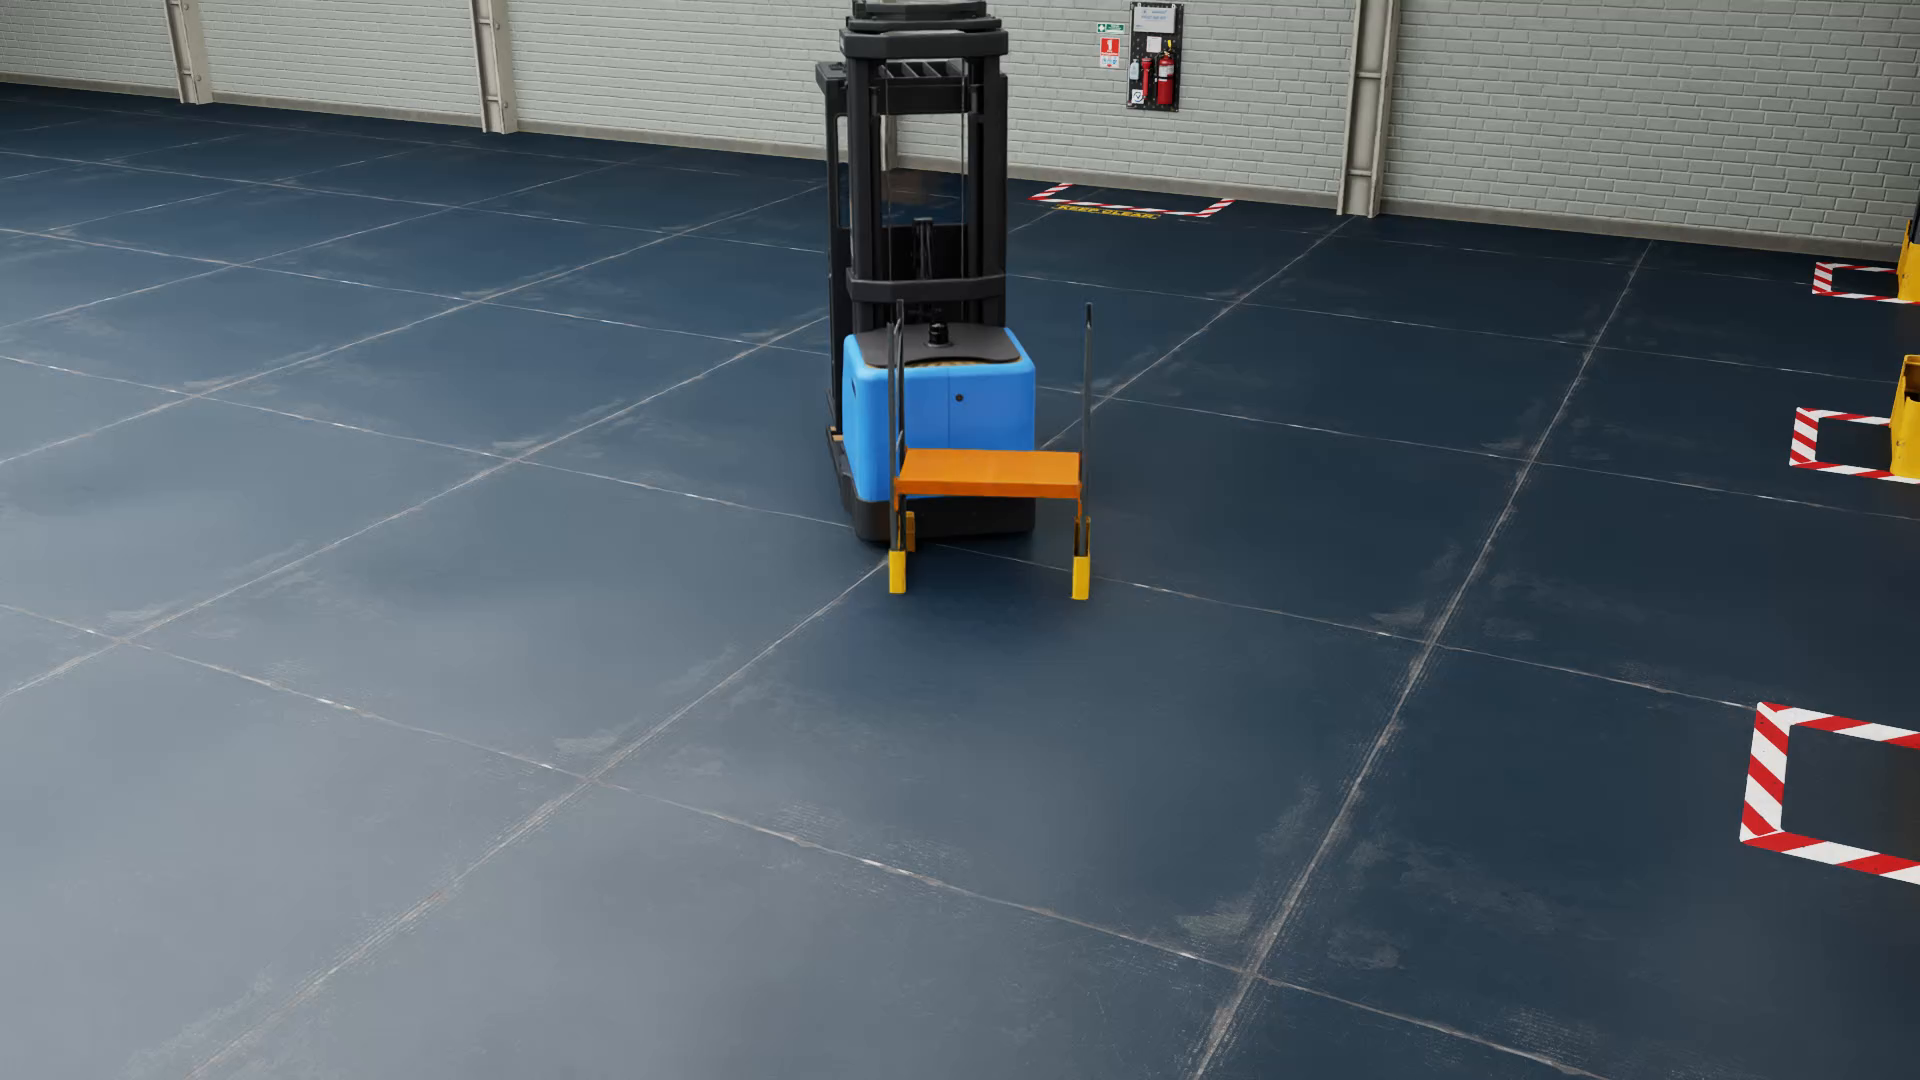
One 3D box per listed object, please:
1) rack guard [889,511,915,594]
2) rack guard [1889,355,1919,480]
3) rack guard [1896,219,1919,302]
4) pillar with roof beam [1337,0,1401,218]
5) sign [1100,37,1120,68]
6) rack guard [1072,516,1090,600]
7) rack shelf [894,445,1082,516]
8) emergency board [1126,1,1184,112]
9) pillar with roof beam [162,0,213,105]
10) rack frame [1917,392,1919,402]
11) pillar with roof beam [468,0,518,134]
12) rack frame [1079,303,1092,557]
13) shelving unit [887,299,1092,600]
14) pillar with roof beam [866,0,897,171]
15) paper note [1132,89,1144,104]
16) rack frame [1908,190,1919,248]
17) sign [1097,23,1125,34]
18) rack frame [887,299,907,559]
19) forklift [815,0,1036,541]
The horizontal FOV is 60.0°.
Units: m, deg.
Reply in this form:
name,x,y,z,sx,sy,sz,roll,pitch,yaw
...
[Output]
name,x,y,z,sx,sy,sz,roll,pitch,yaw
rack guard,-0.321,0.066,9.277,0.087,0.250,0.587,2,23,4
rack guard,6.423,-0.822,11.043,0.348,0.500,1.175,11,25,25
rack guard,8.744,-2.535,15.071,0.348,0.500,1.175,11,25,25
pillar with roof beam,2.394,-6.194,12.815,0.400,9.000,9.100,11,25,25
sign,1.701,-5.536,18.890,0.234,0.329,0.001,11,25,25
rack guard,0.672,0.095,9.207,0.087,0.250,0.587,2,23,4
rack shelf,0.166,-0.330,9.068,1.000,0.185,0.538,2,23,4
emergency board,2.148,-5.386,18.582,0.643,1.169,0.194,11,25,25
pillar with roof beam,-13.670,-9.372,20.289,0.400,9.000,9.100,11,25,25
rack frame,6.444,-1.968,10.544,0.127,3.000,1.000,11,25,25
pillar with roof beam,-8.315,-8.313,17.798,0.400,9.000,9.100,11,25,25
rack frame,0.673,-0.480,8.962,0.032,1.500,0.500,2,23,4
shelving unit,0.176,-0.495,8.997,1.083,1.500,0.587,2,23,4
pillar with roof beam,-2.961,-7.253,15.307,0.400,9.000,9.100,11,25,25
paper note,2.021,-5.036,18.885,0.142,0.148,0.016,11,25,25
rack frame,8.676,-3.698,14.614,0.127,3.000,1.000,11,25,25
sign,1.701,-5.776,18.777,0.331,0.109,0.001,11,25,25
rack frame,-0.340,-0.510,9.033,0.032,1.500,0.500,2,23,4
forklift,-0.297,-1.890,10.449,1.130,2.935,3.031,-4,23,-8
